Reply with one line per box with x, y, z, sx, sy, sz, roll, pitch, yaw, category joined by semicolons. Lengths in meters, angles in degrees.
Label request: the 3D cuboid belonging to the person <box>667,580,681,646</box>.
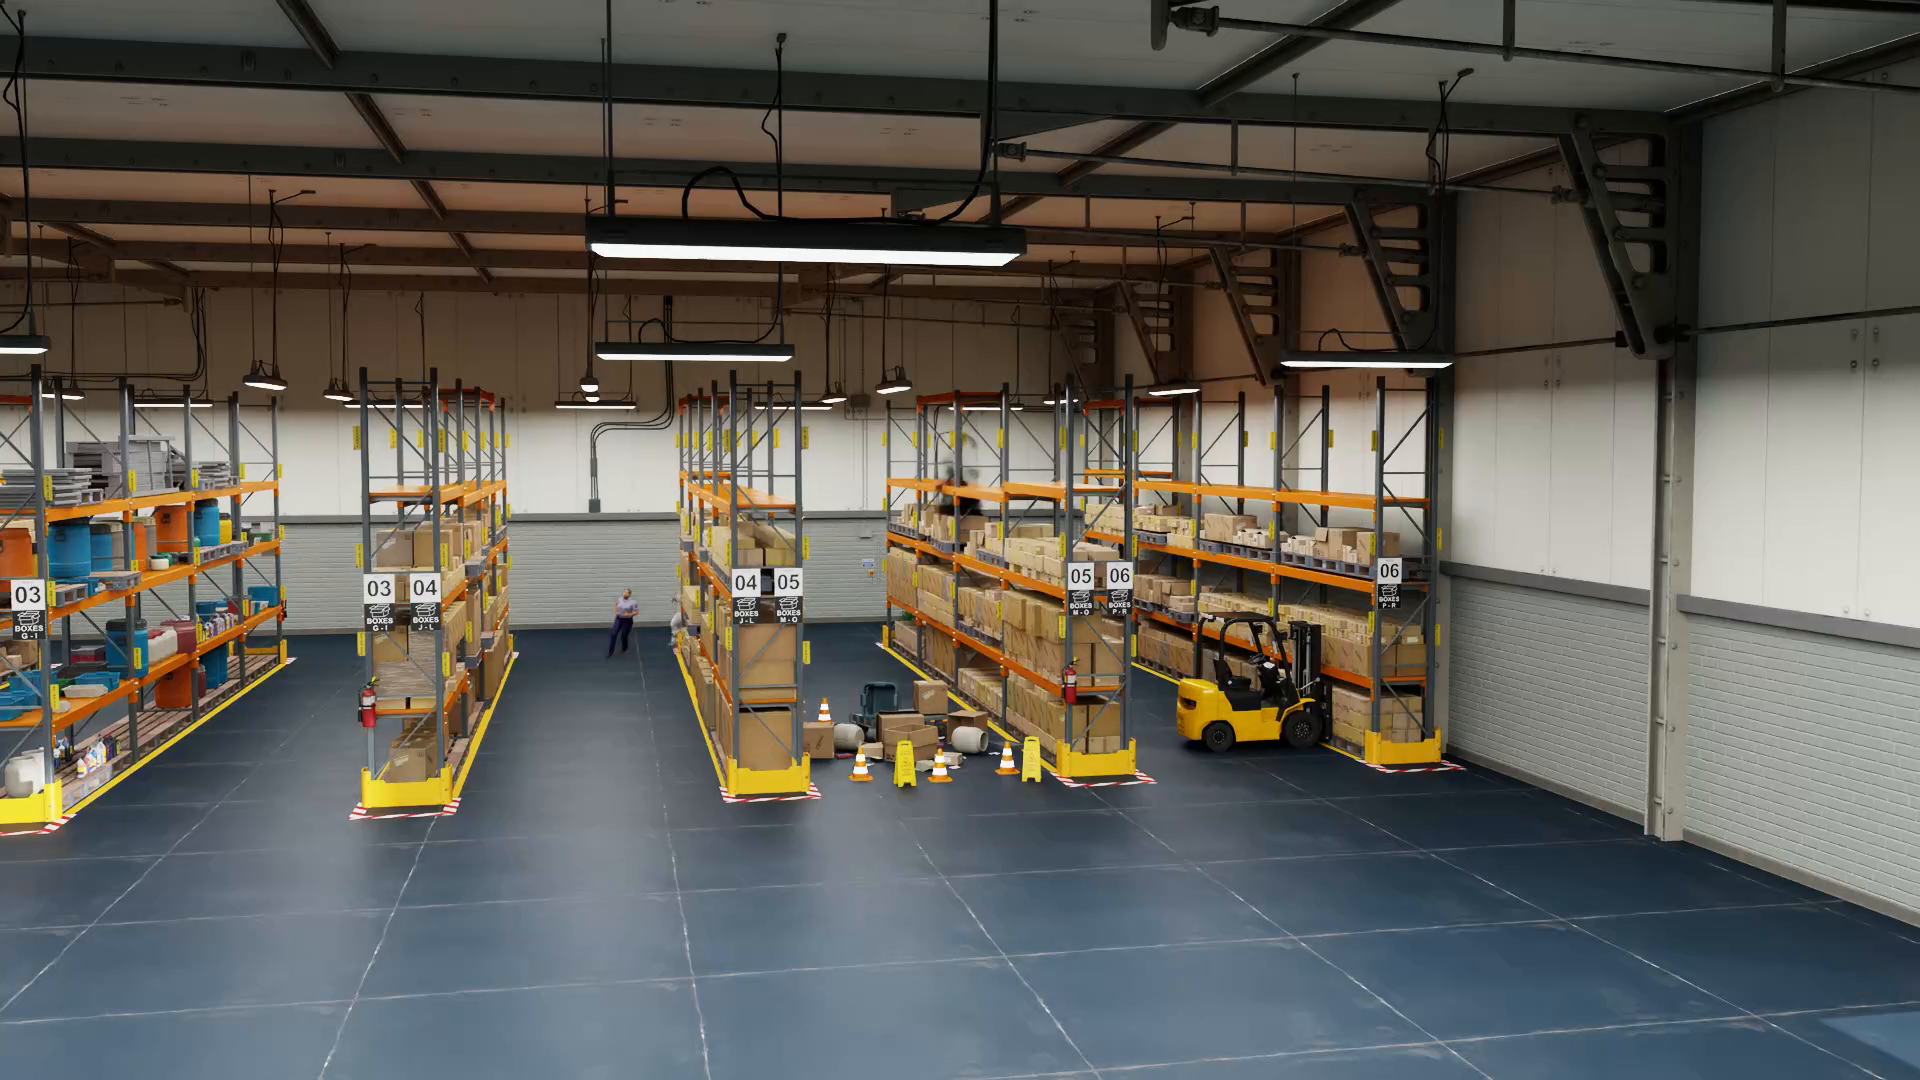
-6.713;1.759;40.602;0.817;1.721;0.781;-1;4;-17;person

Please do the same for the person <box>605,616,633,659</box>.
-7.878;2.202;38.656;0.570;1.026;0.860;0;3;5;person
